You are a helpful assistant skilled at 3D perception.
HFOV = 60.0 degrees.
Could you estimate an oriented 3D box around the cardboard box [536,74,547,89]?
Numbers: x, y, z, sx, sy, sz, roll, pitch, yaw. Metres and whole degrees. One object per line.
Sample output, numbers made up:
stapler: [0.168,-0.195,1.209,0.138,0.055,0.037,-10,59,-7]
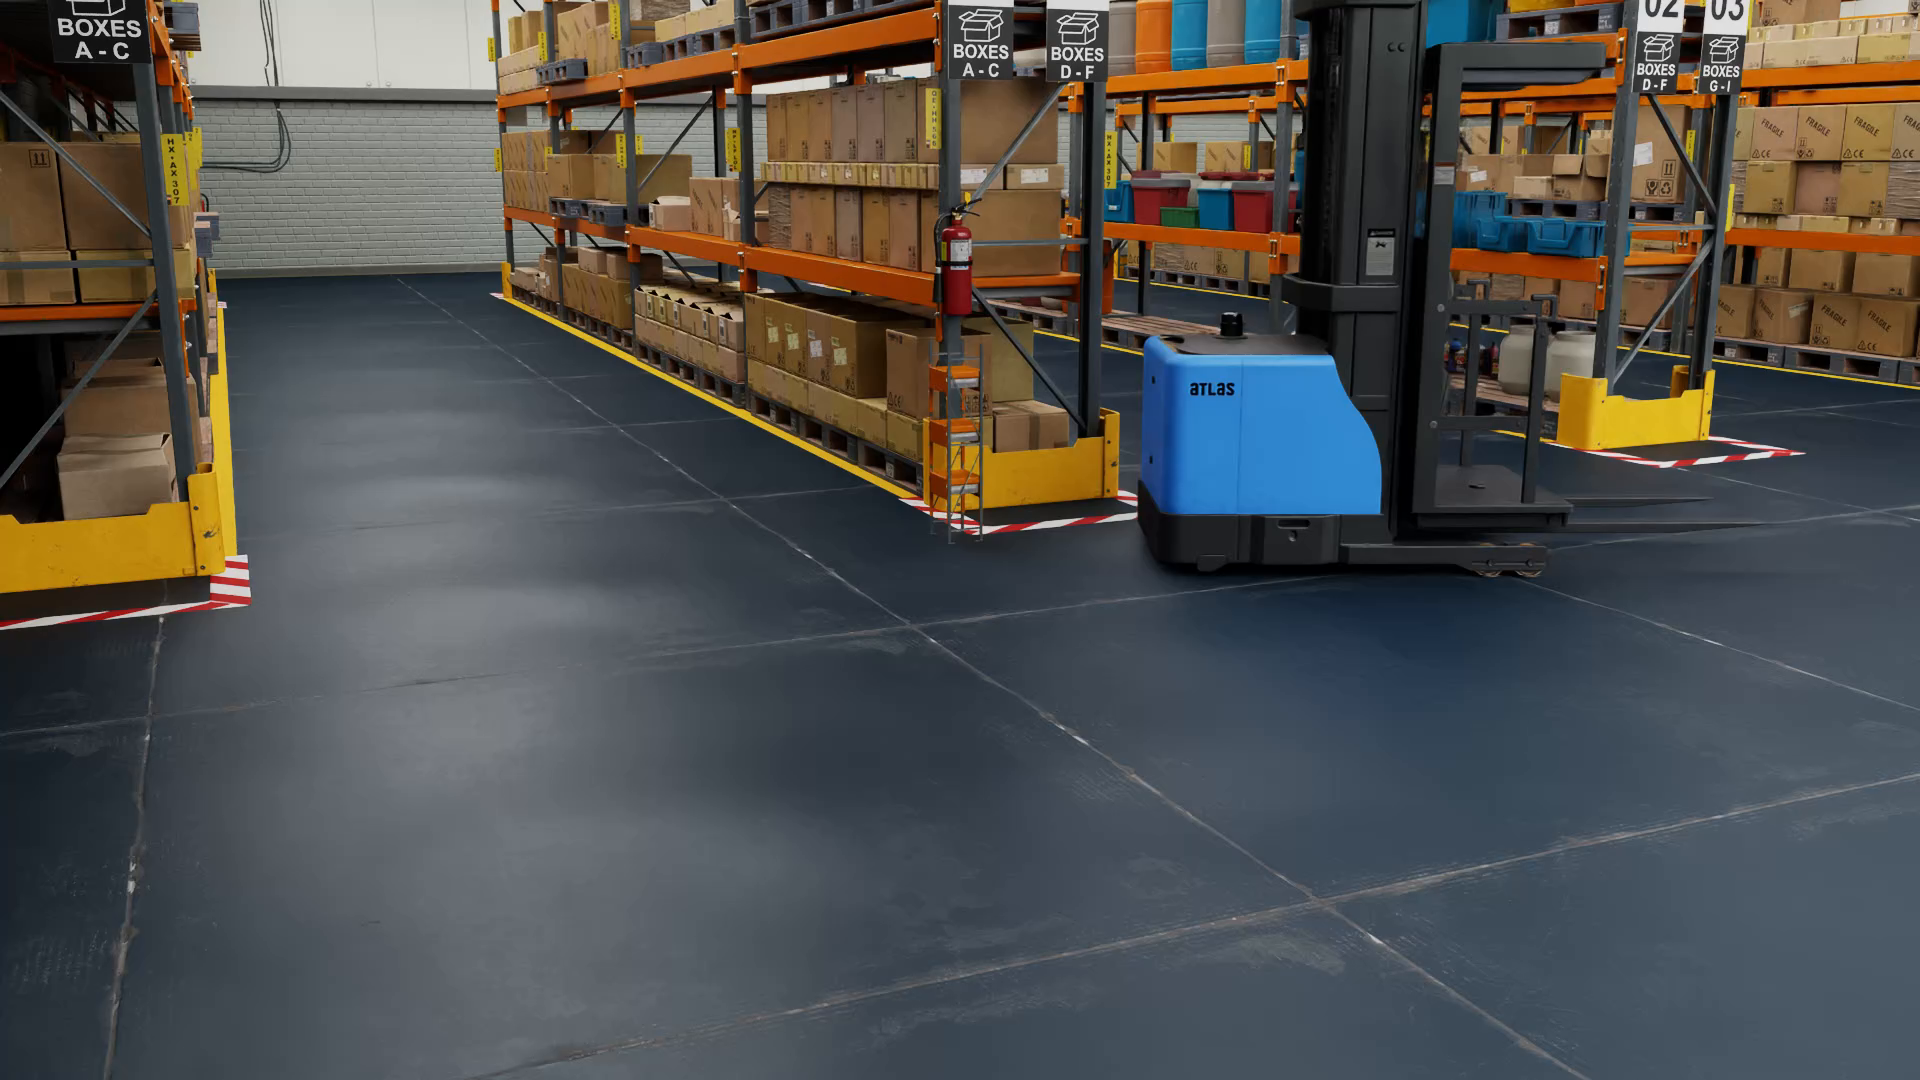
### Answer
cardboard box: [-4.886,-5.655,20.332,0.500,0.250,0.500,-6,14,-23]

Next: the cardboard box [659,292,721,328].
cardboard box: [-2.484,-2.154,15.448,0.500,0.311,0.500,-6,14,-24]

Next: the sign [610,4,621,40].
sign: [-3.343,-5.029,16.146,0.100,0.325,0.005,-6,14,-23]

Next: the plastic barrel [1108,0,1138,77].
plastic barrel: [1.825,-5.327,17.469,0.600,0.901,0.600,0,13,0]

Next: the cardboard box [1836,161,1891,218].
cardboard box: [8.582,-3.219,15.244,0.875,0.500,0.500,-6,14,-23]

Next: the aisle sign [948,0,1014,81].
aisle sign: [0.117,-2.938,9.144,0.394,0.787,0.004,-6,14,-23]

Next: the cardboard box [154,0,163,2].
cardboard box: [-4.477,-3.096,8.674,0.500,0.500,0.500,-5,14,-20]

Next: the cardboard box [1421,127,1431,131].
cardboard box: [7.946,-6.689,28.019,0.500,0.500,0.500,-6,14,-24]

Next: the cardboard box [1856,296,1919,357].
cardboard box: [8.699,-1.974,15.358,0.500,0.500,0.500,-4,14,-18]

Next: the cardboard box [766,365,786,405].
cardboard box: [-1.139,-1.176,12.464,0.500,0.250,0.500,-6,14,-23]

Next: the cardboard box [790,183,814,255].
cardboard box: [-0.842,-2.387,12.308,0.700,0.500,0.500,-6,14,-24]

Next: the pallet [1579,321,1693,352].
pallet: [7.522,-2.234,18.053,1.003,0.211,1.213,-6,14,-23]

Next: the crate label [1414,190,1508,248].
crate label: [3.914,-2.531,13.074,0.502,0.435,0.616,-6,14,-23]

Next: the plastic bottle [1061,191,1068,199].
plastic bottle: [1.262,-4.155,20.446,0.152,0.276,0.135,-6,14,-23]

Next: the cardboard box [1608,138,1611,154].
cardboard box: [12.253,-7.111,30.501,0.500,0.500,0.500,-6,14,-24]

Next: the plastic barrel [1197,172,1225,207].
plastic barrel: [2.648,-3.509,17.077,0.433,0.535,0.433,0,13,0]

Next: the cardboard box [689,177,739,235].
cardboard box: [-2.158,-3.067,15.249,0.500,0.500,0.500,-6,15,-26]

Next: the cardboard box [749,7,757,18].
cardboard box: [-1.481,-4.259,13.367,0.500,0.250,0.500,-4,14,-17]

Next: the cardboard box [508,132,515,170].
cardboard box: [-5.897,-5.330,22.807,0.500,0.500,0.500,-5,14,-22]

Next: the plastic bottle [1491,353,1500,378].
plastic bottle: [4.417,-1.433,13.639,0.097,0.201,0.097,0,13,0]

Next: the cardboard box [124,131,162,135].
cardboard box: [-7.340,-3.608,15.216,0.500,0.250,0.500,-5,14,-22]

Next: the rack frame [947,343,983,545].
rack frame: [0.027,-0.497,8.690,0.200,1.050,0.008,-6,14,-23]

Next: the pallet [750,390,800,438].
pallet: [-0.963,-1.011,12.770,1.003,0.211,1.213,-6,14,-23]

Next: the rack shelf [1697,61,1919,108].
rack shelf: [8.636,-4.129,15.002,1.077,0.370,4.000,-6,14,-23]

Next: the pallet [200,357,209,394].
pallet: [-7.071,-1.396,14.432,1.003,0.211,1.213,-6,14,-23]

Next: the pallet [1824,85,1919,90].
pallet: [11.575,-5.695,20.592,1.003,0.211,1.213,-5,14,-20]

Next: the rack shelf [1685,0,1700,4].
rack shelf: [10.017,-7.476,23.695,1.077,0.370,4.000,-6,14,-23]

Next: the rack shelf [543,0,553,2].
rack shelf: [-3.646,-6.155,17.987,1.077,0.370,4.000,-6,14,-23]

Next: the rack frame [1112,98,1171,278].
rack frame: [3.028,-5.911,27.756,1.000,3.000,0.127,-6,14,-23]

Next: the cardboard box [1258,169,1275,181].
cardboard box: [4.586,-5.015,23.666,0.500,0.500,0.500,-6,14,-23]

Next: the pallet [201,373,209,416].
pallet: [-6.586,-1.144,13.344,1.003,0.211,1.213,-6,14,-23]

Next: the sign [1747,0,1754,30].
sign: [5.405,-3.672,11.412,0.100,0.325,0.005,-6,14,-23]

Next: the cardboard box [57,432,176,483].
cardboard box: [-4.601,-0.436,9.089,0.500,0.311,0.500,-4,14,-18]

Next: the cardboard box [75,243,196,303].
cardboard box: [-4.083,-1.329,8.248,0.500,0.250,0.500,-6,14,-25]

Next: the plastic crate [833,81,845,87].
plastic crate: [-1.611,-6.756,25.047,0.497,0.269,0.590,-6,14,-23]

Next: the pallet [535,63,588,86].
pallet: [-4.251,-5.419,19.396,1.213,0.211,1.003,-6,14,-23]

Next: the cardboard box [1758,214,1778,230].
cardboard box: [7.968,-3.085,16.103,0.380,0.149,0.250,-6,14,-23]

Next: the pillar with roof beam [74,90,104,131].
pillar with roof beam: [-8.517,-8.360,25.033,9.100,9.000,0.400,-6,14,-23]

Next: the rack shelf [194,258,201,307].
rack shelf: [-6.582,-2.152,13.111,1.077,0.370,4.000,-6,14,-23]

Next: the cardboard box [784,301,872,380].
cardboard box: [-0.943,-1.437,11.931,0.500,0.500,0.500,-6,14,-23]

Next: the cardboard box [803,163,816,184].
cardboard box: [-0.903,-2.618,11.870,0.380,0.149,0.250,-6,14,-25]

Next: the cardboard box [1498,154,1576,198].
cardboard box: [6.801,-4.297,19.630,0.700,0.500,0.500,-3,13,-15]

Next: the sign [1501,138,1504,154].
sign: [6.726,-4.834,20.713,0.100,0.325,0.005,-6,14,-23]

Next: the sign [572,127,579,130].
sign: [-5.533,-5.781,23.926,0.100,0.325,0.005,-6,14,-23]

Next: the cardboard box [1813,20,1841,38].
cardboard box: [8.106,-4.703,15.332,0.380,0.149,0.250,-6,14,-24]

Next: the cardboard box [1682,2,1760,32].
cardboard box: [7.738,-5.254,17.105,0.797,0.503,0.637,-6,14,-26]

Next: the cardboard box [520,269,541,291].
cardboard box: [-5.691,-3.547,22.665,0.500,0.250,0.500,-6,14,-23]

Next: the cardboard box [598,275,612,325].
cardboard box: [-3.642,-2.639,18.190,0.500,0.500,0.500,-6,14,-25]

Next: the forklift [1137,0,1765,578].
forklift: [2.477,-1.366,8.271,3.031,2.935,1.130,0,13,-1]

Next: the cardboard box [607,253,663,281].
cardboard box: [-3.461,-2.909,17.692,0.500,0.250,0.500,-5,14,-21]

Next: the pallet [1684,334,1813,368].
pallet: [8.137,-1.937,16.773,1.003,0.211,1.213,-6,14,-23]

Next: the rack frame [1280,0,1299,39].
rack frame: [3.297,-5.907,14.435,1.000,3.000,0.127,-6,14,-23]

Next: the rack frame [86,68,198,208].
rack frame: [-8.985,-3.742,18.386,1.000,3.000,0.127,-6,14,-23]

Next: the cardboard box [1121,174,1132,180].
cardboard box: [2.973,-5.859,27.206,0.500,0.250,0.500,-6,14,-24]

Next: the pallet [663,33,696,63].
pallet: [-2.041,-4.370,14.867,1.003,0.211,1.213,-5,14,-20]

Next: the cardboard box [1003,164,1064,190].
cardboard box: [0.399,-2.176,9.961,0.380,0.149,0.250,-6,14,-23]

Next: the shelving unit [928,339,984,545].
shelving unit: [-0.021,-0.523,8.799,0.215,1.050,0.252,-6,14,-23]

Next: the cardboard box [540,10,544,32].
cardboard box: [-4.954,-6.503,21.225,0.700,0.500,0.500,-6,14,-23]
